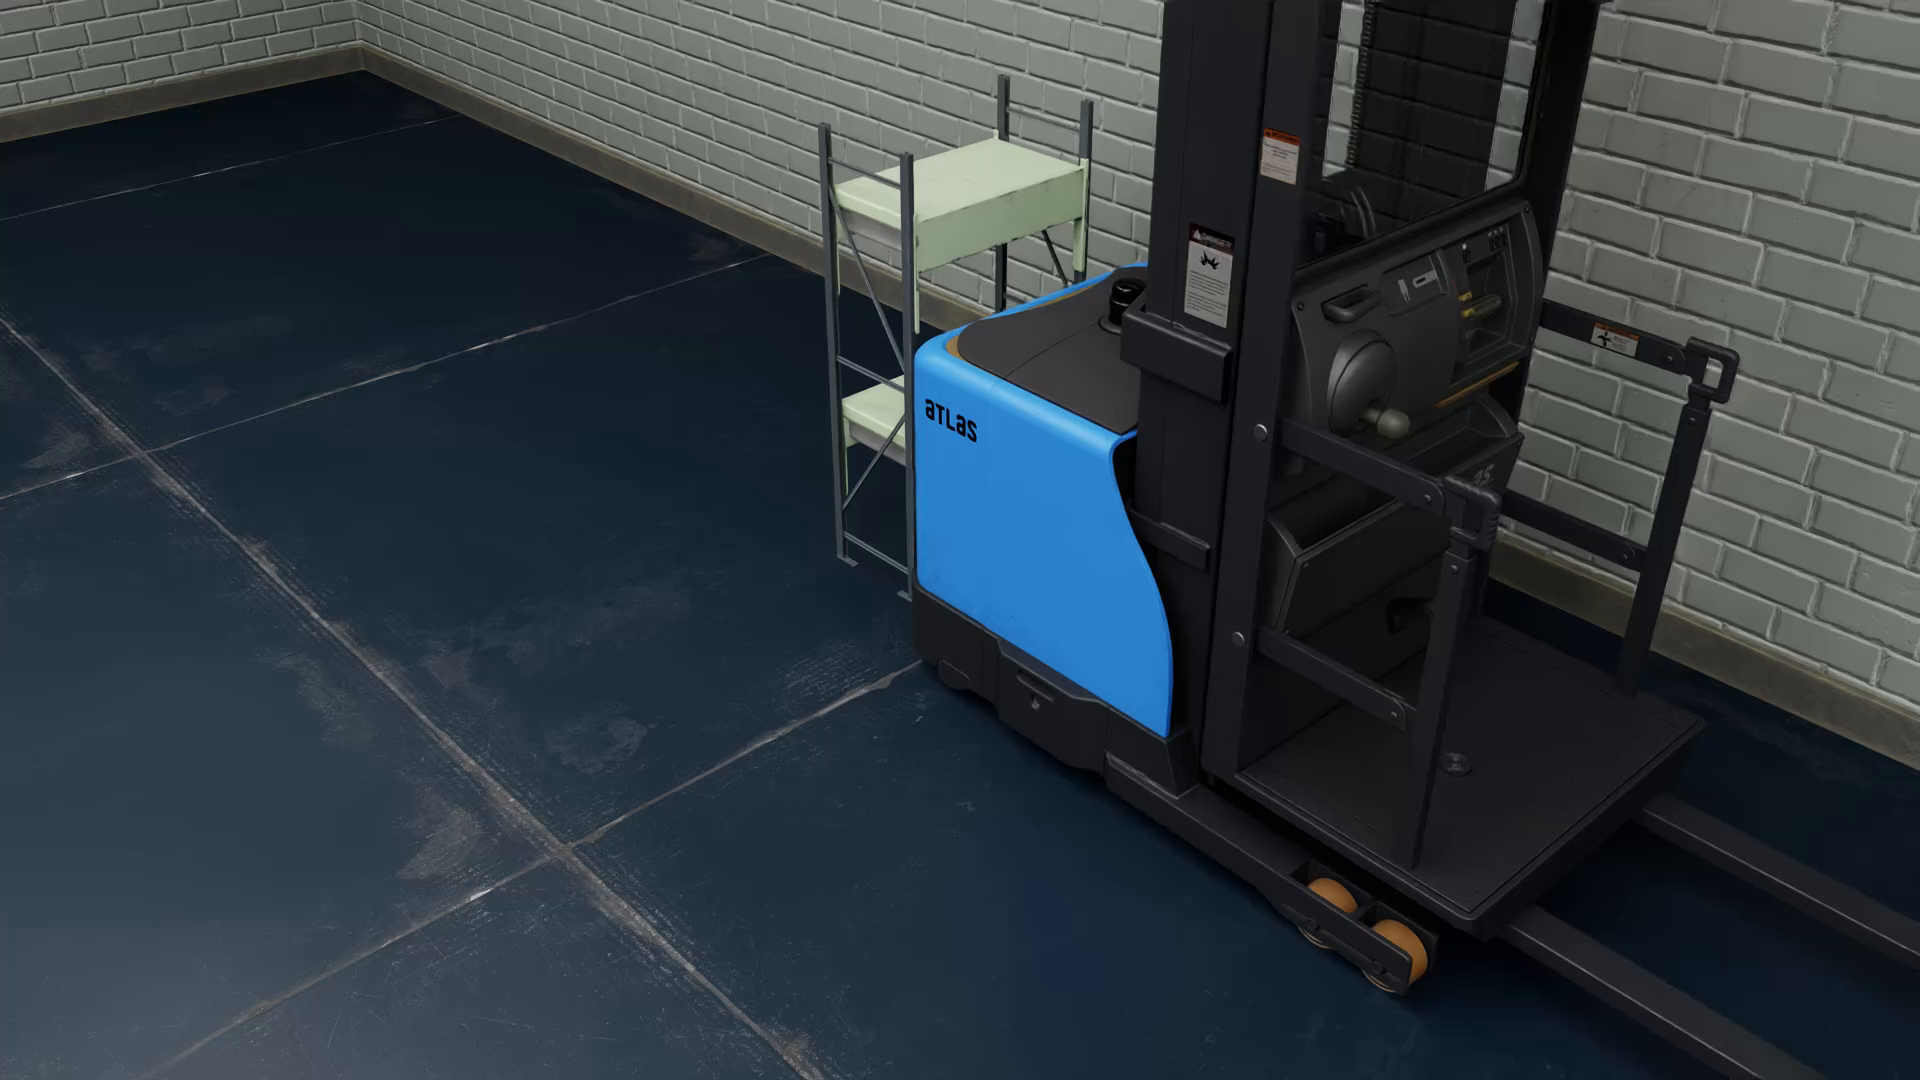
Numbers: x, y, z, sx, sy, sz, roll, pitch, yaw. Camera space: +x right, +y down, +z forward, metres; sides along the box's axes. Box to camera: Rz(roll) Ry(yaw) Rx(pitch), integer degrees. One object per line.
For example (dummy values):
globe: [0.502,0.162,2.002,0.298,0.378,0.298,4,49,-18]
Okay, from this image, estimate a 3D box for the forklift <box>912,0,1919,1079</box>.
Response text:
forklift: [1.215,-0.473,3.714,1.130,2.935,3.031,-25,39,-35]

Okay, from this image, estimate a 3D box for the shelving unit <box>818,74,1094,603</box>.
shelving unit: [-0.005,-0.637,5.355,0.755,1.500,0.431,-26,40,-35]

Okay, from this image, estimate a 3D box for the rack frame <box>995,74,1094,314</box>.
rack frame: [0.263,-0.767,5.567,0.023,1.500,0.400,-26,40,-35]

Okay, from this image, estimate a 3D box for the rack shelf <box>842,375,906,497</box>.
rack shelf: [-0.005,-0.359,5.525,0.720,0.370,0.431,-26,40,-35]

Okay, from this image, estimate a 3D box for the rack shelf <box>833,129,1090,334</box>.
rack shelf: [-0.005,-0.970,5.151,0.720,0.370,0.431,-26,40,-35]

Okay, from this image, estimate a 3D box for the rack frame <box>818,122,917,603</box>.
rack frame: [-0.273,-0.508,5.143,0.023,1.500,0.400,-26,40,-35]
